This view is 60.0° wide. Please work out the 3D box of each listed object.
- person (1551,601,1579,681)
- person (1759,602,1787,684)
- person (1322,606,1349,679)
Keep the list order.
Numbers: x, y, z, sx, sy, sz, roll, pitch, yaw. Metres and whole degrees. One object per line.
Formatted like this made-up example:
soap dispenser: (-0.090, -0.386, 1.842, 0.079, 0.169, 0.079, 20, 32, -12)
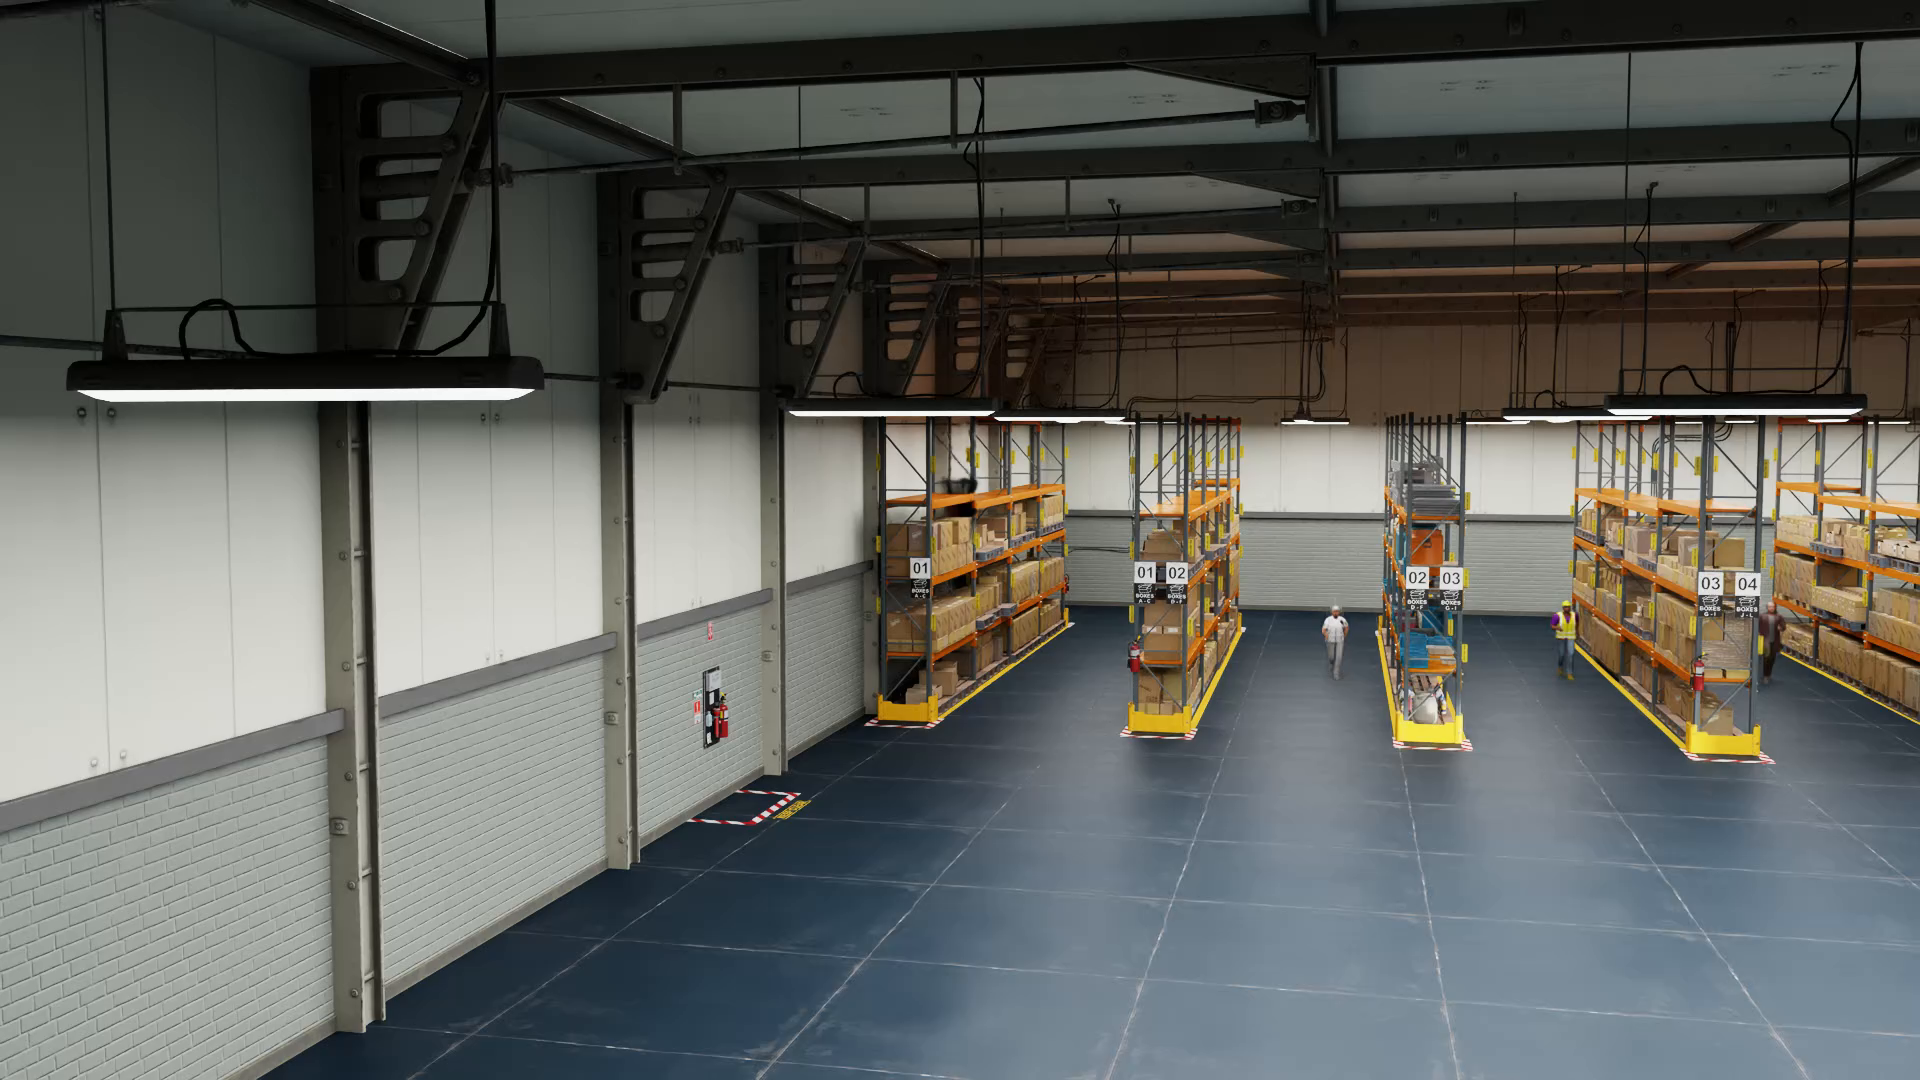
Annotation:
person: (13.802, 2.265, 37.947, 0.640, 1.796, 0.890, 1, 4, 15)
person: (18.167, 2.312, 37.326, 0.682, 1.841, 0.801, 1, 4, 10)
person: (8.612, 2.339, 38.164, 0.588, 1.655, 0.758, 1, 4, 10)
